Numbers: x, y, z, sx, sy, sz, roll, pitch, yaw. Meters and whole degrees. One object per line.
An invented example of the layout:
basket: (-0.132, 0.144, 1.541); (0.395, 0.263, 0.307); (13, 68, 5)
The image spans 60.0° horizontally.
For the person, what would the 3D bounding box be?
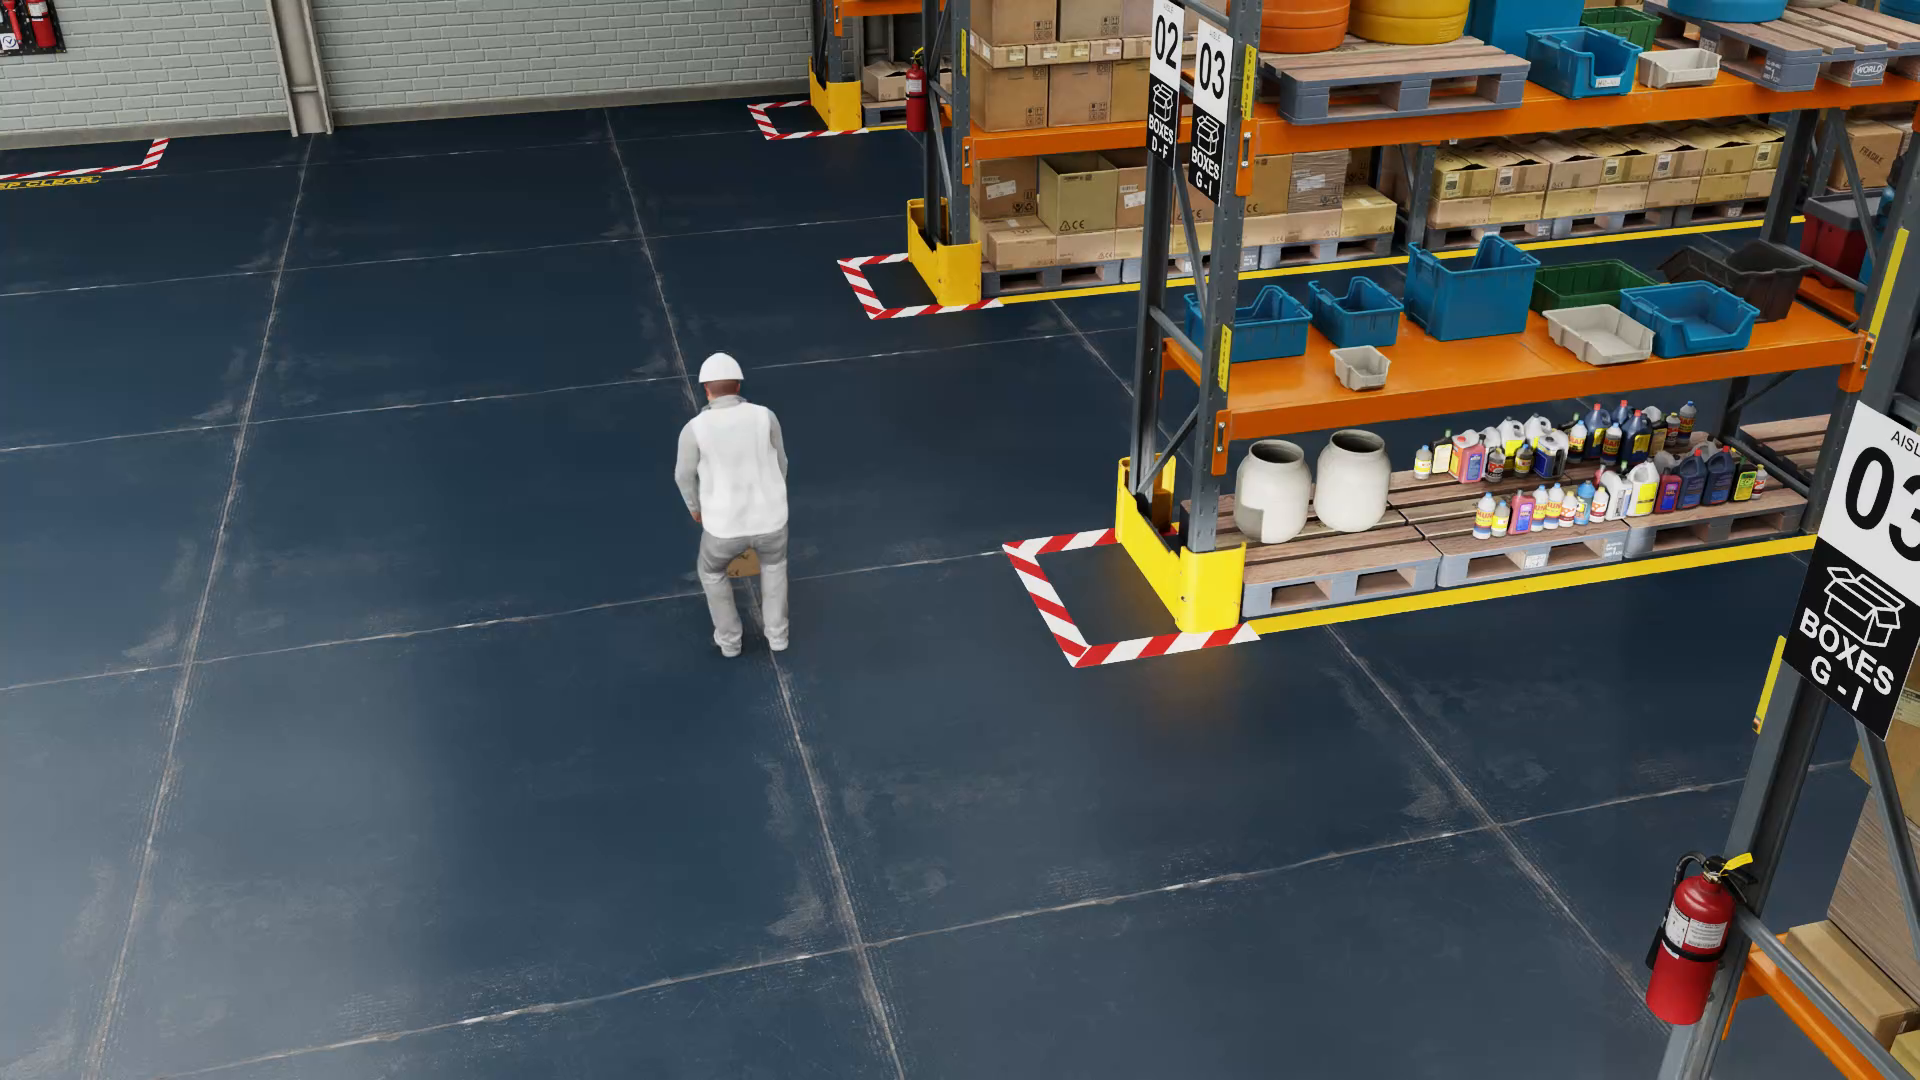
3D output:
person: (-1.168, -0.154, 8.656); (0.583, 1.607, 0.627); (-7, 31, -13)
